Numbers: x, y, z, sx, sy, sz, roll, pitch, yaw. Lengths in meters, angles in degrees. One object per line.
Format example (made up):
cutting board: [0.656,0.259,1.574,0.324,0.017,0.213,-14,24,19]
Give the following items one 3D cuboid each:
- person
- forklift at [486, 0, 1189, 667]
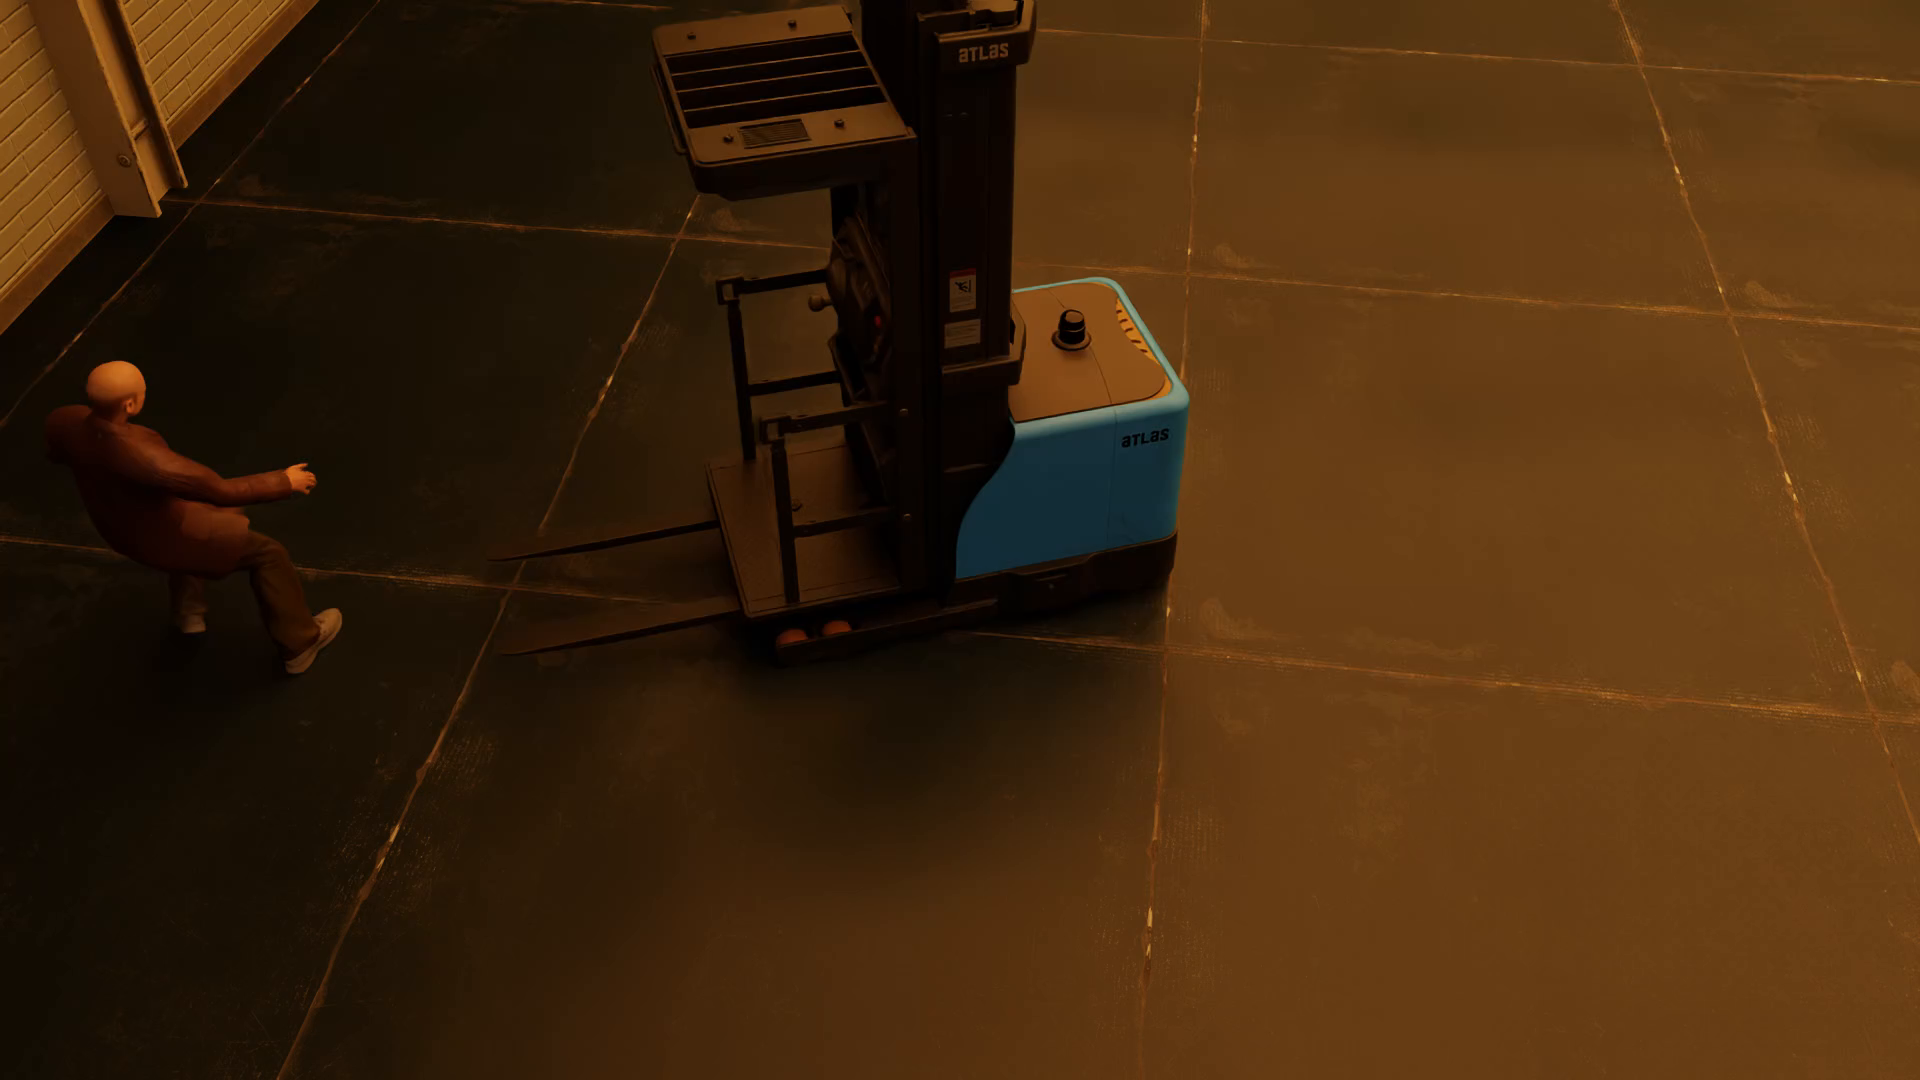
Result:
person: [-3.213,-0.165,6.879,0.910,1.610,0.646,16,45,16]
forklift: [-0.593,-0.928,6.734,3.031,2.935,1.130,-11,44,-12]
